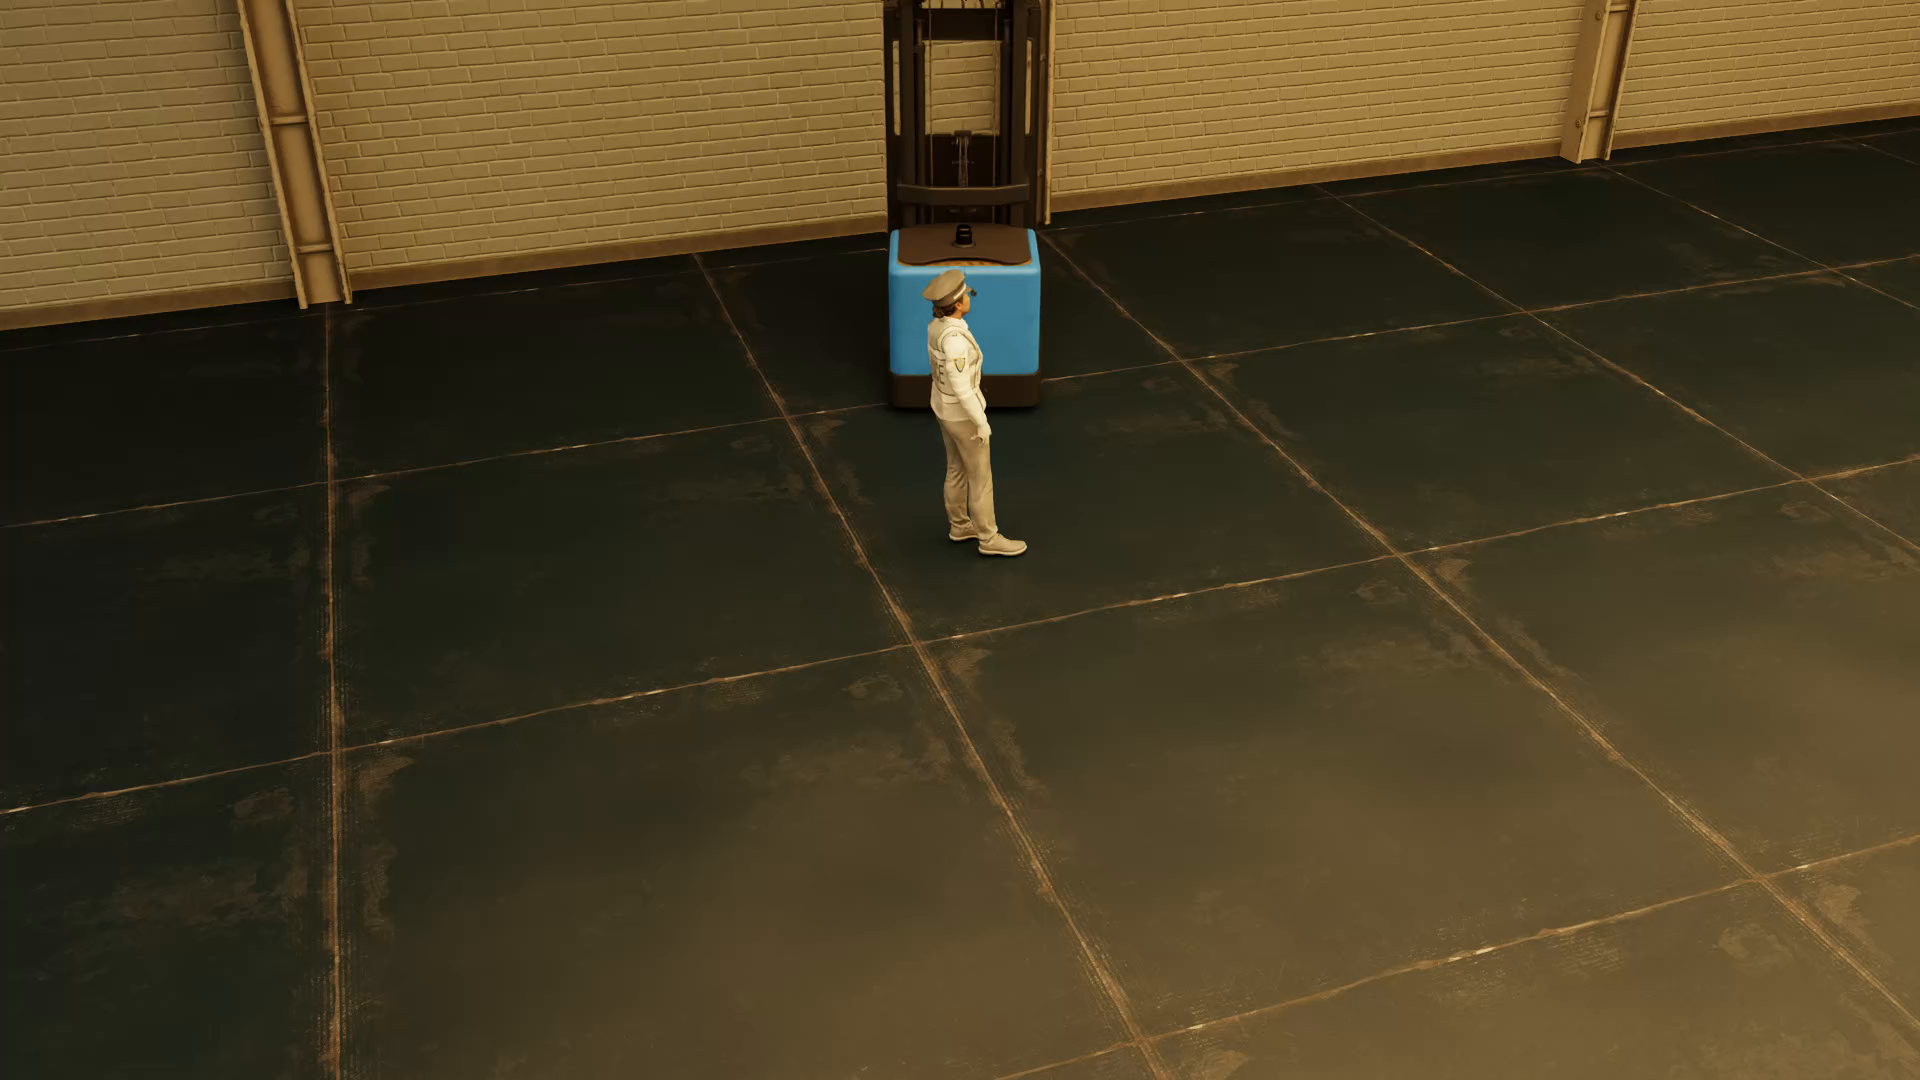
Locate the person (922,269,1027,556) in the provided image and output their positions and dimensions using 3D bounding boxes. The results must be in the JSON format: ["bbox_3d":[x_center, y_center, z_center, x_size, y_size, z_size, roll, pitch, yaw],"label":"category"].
[{"bbox_3d":[0.067,-0.748,9.613,0.532,1.694,0.586,-10,31,-16],"label":"person"}]

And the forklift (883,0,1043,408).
[{"bbox_3d":[0.011,-2.879,12.091,1.130,2.935,3.031,0,30,-1],"label":"forklift"}]
